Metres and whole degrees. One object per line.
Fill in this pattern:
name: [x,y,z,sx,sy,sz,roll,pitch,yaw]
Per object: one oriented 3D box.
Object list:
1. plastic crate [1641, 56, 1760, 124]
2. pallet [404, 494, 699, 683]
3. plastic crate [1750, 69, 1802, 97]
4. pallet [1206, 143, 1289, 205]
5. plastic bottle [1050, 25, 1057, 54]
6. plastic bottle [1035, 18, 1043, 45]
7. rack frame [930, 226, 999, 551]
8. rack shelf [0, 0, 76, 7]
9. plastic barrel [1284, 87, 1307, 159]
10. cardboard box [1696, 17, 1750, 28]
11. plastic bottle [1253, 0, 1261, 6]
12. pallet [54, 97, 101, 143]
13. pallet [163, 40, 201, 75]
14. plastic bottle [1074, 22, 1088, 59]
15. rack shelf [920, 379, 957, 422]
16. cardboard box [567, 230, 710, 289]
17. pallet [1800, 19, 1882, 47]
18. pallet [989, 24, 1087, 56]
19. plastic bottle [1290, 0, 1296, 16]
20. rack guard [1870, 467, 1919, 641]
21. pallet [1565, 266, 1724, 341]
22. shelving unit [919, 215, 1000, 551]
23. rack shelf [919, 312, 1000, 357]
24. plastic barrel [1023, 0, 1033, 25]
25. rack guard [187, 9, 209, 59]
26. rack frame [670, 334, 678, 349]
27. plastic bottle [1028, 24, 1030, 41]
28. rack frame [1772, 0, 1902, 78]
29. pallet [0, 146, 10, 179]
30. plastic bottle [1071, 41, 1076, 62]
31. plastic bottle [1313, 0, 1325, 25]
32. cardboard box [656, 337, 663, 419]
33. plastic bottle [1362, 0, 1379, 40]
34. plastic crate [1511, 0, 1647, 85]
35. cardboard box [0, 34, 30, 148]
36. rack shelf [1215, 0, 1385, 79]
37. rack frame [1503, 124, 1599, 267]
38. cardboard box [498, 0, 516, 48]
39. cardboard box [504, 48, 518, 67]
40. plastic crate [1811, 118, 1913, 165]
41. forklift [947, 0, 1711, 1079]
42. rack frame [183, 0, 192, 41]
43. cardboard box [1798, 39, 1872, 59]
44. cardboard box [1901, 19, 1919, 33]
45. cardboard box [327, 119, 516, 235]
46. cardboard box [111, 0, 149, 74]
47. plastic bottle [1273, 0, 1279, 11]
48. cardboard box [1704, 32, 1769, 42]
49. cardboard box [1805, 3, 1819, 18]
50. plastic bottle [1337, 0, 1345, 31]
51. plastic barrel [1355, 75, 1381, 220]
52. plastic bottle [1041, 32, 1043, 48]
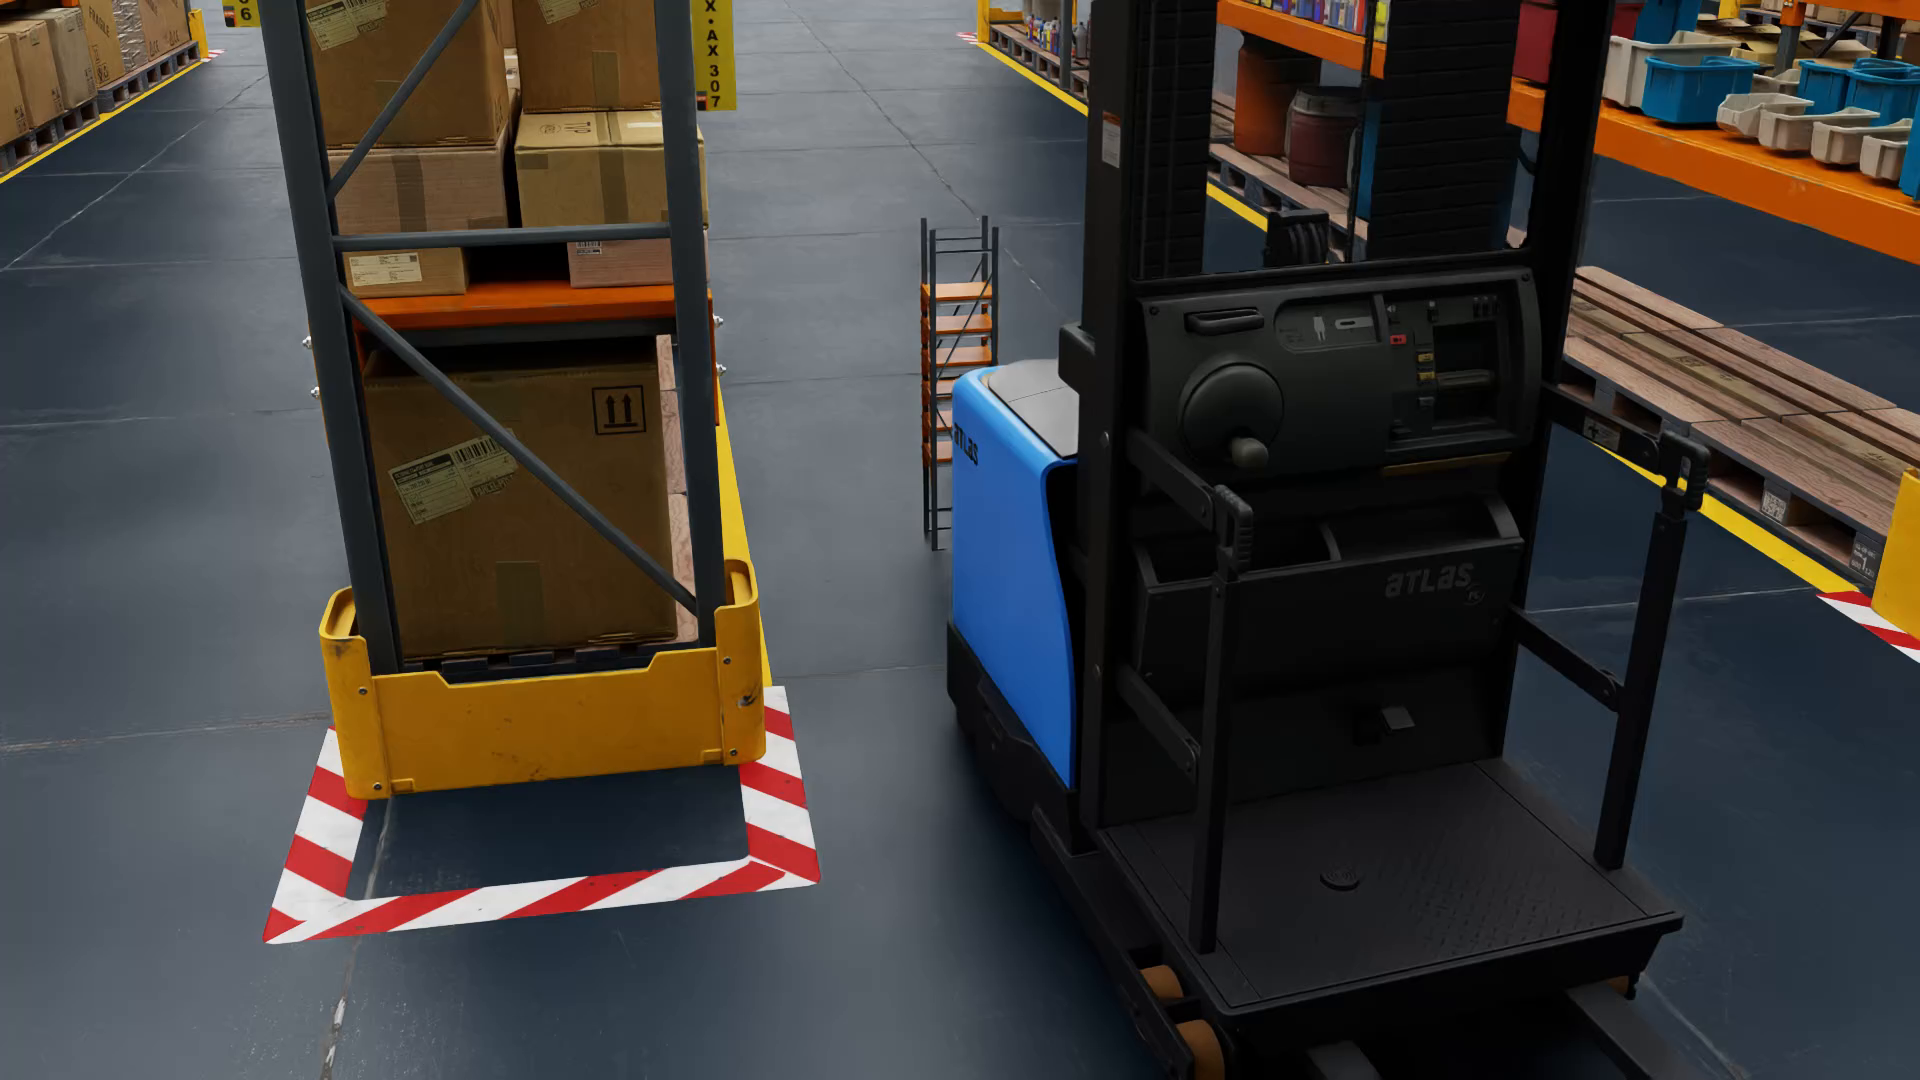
plastic crate: [3.072,-1.877,6.933,0.416,0.233,0.300,-4,24,-10]
pallet: [-1.389,0.199,5.531,1.003,0.211,1.213,-4,24,-10]
plastic crate: [3.581,-1.954,7.232,0.293,0.136,0.466,-4,24,-10]
pallet: [2.411,-2.699,12.166,1.003,0.211,1.213,-4,24,-10]
plastic bottle: [0.976,-5.182,17.212,0.061,0.283,0.133,-3,24,-6]
plastic bottle: [0.856,-5.471,17.889,0.097,0.271,0.097,0,24,0]
rack frame: [0.014,-0.520,5.940,0.240,1.200,0.006,-4,24,-10]
rack shelf: [-7.906,-4.047,12.667,1.077,0.370,4.000,-4,24,-10]
plastic barrel: [2.524,-2.929,11.793,0.421,0.512,0.421,0,24,0]
cardboard box: [6.991,-4.675,15.416,0.500,0.311,0.500,-5,24,-10]
plastic bottle: [2.052,-3.798,11.344,0.061,0.283,0.133,-4,24,-10]
pallet: [-8.059,-3.587,14.200,1.003,0.211,1.213,-4,24,-10]
pallet: [-8.791,-5.150,17.778,1.003,0.211,1.213,-4,24,-10]
plastic bottle: [1.224,-5.087,16.911,0.144,0.351,0.185,-4,24,-10]
rack shelf: [-0.003,-0.515,6.041,0.258,0.103,0.180,-4,24,-10]
cardboard box: [-0.905,-0.819,4.692,0.380,0.149,0.250,-4,24,-9]
pallet: [10.833,-6.055,19.850,1.003,0.211,1.213,-4,24,-10]
pallet: [0.950,-5.806,19.280,1.003,0.211,1.213,-4,24,-10]
plastic bottle: [2.195,-3.529,10.743,0.097,0.271,0.097,0,24,0]
rack guard: [3.721,0.017,5.587,1.175,0.500,0.348,-4,24,-10]
pallet: [3.138,-1.146,8.611,1.003,0.211,1.213,-4,24,-10]
shelving unit: [-0.003,-0.556,6.023,0.258,1.200,0.189,-4,24,-10]
rack shelf: [-0.003,-0.735,5.945,0.258,0.103,0.180,-4,24,-10]
plastic barrel: [0.942,-6.230,19.349,0.421,0.512,0.421,0,24,0]
rack guard: [-9.020,-5.600,18.448,1.175,0.500,0.348,-4,24,-10]
rack frame: [-1.904,-2.344,7.869,1.000,3.000,0.127,-4,24,-10]
plastic bottle: [0.793,-5.573,18.208,0.097,0.201,0.097,0,24,0]
rack frame: [7.093,-4.649,13.147,1.000,3.000,0.127,-4,24,-10]
pallet: [-7.608,-2.628,12.003,1.003,0.211,1.213,-4,24,-10]
plastic bottle: [1.111,-4.896,16.659,0.097,0.201,0.097,0,24,0]
plastic bottle: [2.257,-3.362,10.345,0.061,0.283,0.133,-4,24,-10]
cardboard box: [-1.694,-0.943,6.791,0.875,0.875,0.875,-4,24,-10]
plastic bottle: [2.438,-3.098,9.657,0.144,0.351,0.185,-4,24,-10]
plastic crate: [2.882,-2.397,7.837,0.402,0.464,0.583,-4,24,-10]
cardboard box: [-7.726,-3.341,12.438,1.050,0.750,0.750,-4,24,-9]
rack shelf: [2.594,-3.167,10.653,1.077,0.370,4.000,-4,24,-10]
rack frame: [2.964,-2.710,8.708,1.000,3.000,0.127,-4,24,-10]
cardboard box: [-1.882,-2.149,6.302,0.500,0.500,0.500,-5,24,-11]
cardboard box: [-1.802,-1.613,6.012,0.500,0.250,0.500,-4,24,-10]
plastic crate: [3.335,-1.466,6.114,0.396,0.136,0.243,-4,24,-10]
forklift: [0.889,-0.335,3.355,1.130,2.935,3.031,-7,25,-16]
rack frame: [-9.016,-6.737,17.927,1.000,3.000,0.127,-4,24,-10]
cardboard box: [7.285,-4.066,14.022,0.500,0.311,0.500,-4,24,-8]
cardboard box: [10.989,-6.052,18.932,0.500,0.500,0.500,-6,24,-14]
cardboard box: [-1.515,-1.009,4.628,0.500,0.250,0.500,-5,24,-11]
cardboard box: [-8.494,-4.989,16.055,0.875,0.875,0.875,-4,24,-9]
plastic bottle: [2.134,-3.658,11.038,0.097,0.271,0.097,0,24,0]
cardboard box: [6.651,-4.230,14.398,0.500,0.311,0.500,-5,24,-11]
cardboard box: [10.626,-6.630,20.492,0.500,0.311,0.500,-2,24,-5]
plastic bottle: [2.339,-3.189,10.052,0.097,0.201,0.097,0,24,0]
plastic barrel: [2.749,-2.435,10.175,0.600,0.901,0.708,-4,24,-10]
plastic bottle: [0.912,-5.319,17.629,0.097,0.201,0.097,0,24,0]
